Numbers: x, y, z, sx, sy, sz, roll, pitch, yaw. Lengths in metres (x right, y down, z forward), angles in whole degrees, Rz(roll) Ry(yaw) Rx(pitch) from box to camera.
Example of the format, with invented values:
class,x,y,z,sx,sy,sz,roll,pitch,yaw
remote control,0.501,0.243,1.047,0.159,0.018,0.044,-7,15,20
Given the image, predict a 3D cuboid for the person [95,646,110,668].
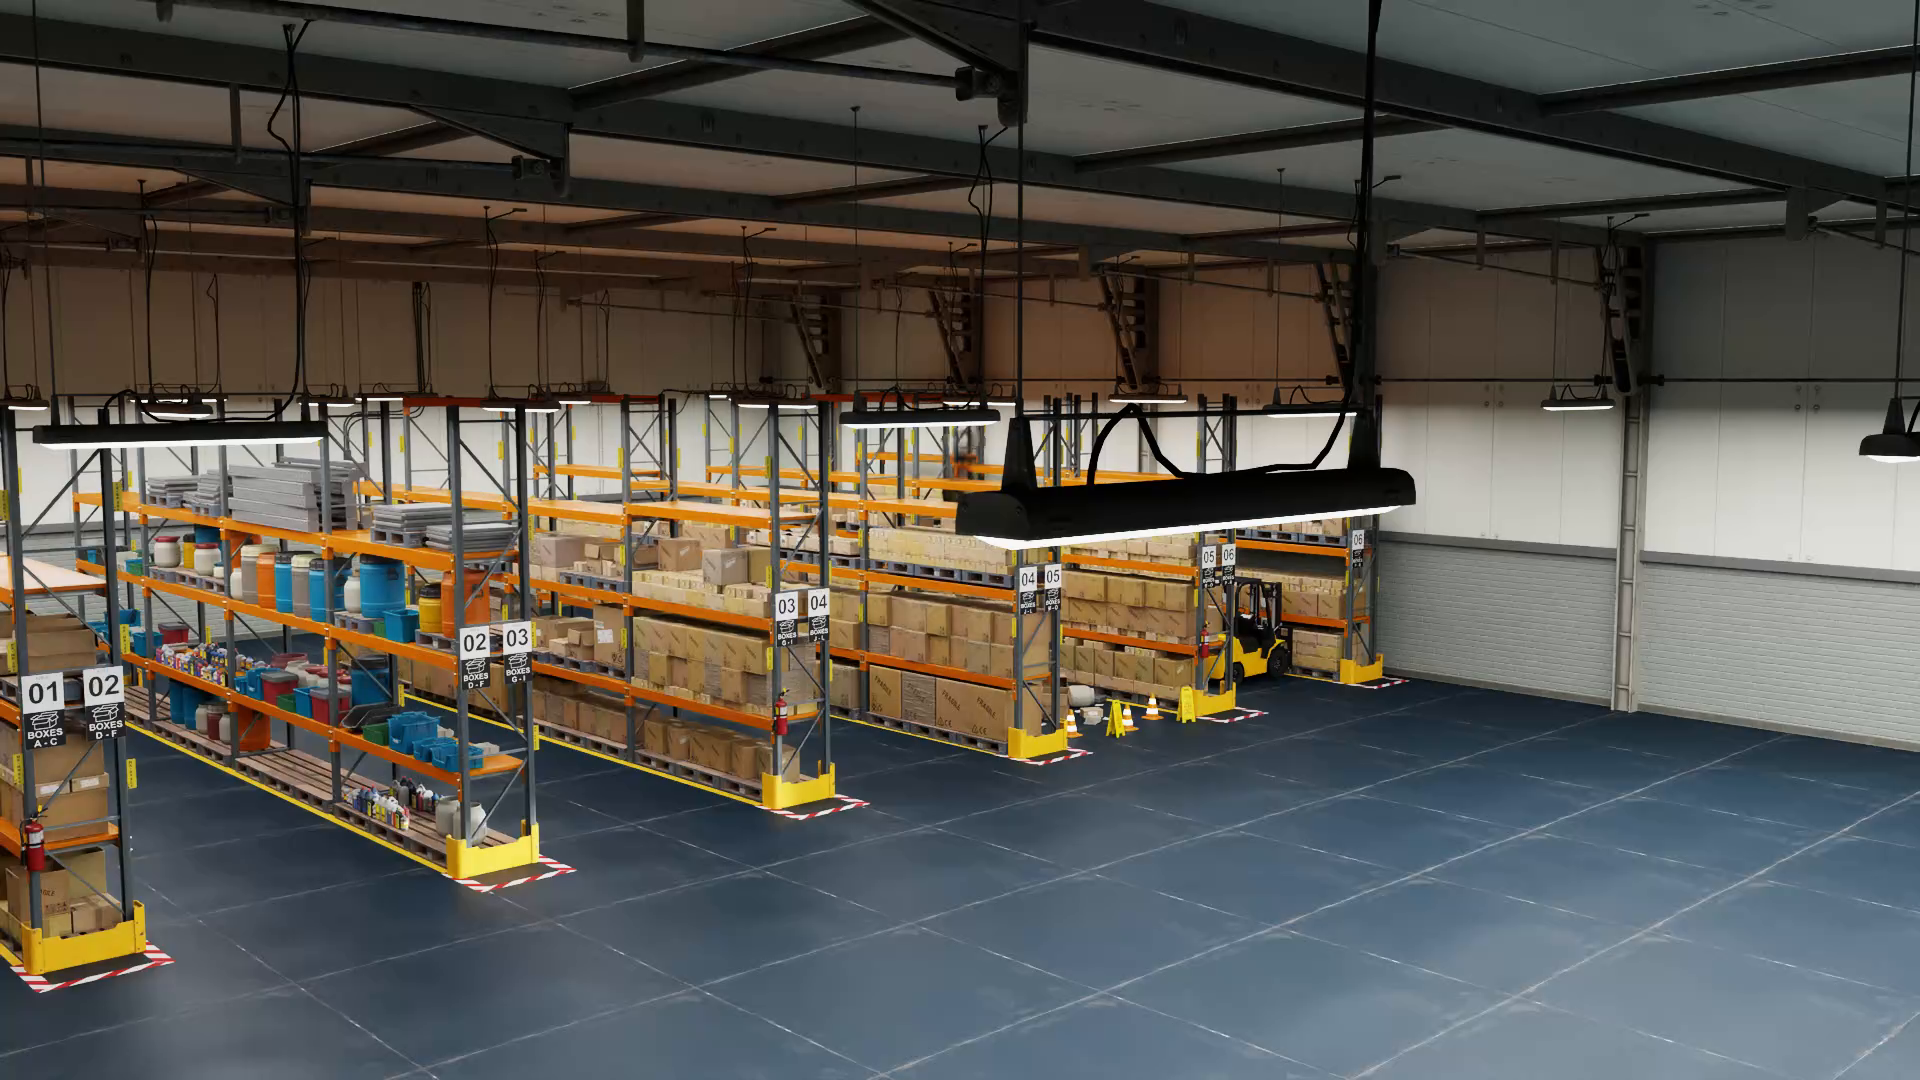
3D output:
class,x,y,z,sx,sy,sz,roll,pitch,yaw
person,-15.387,2.643,29.549,0.891,1.774,0.594,4,7,39
